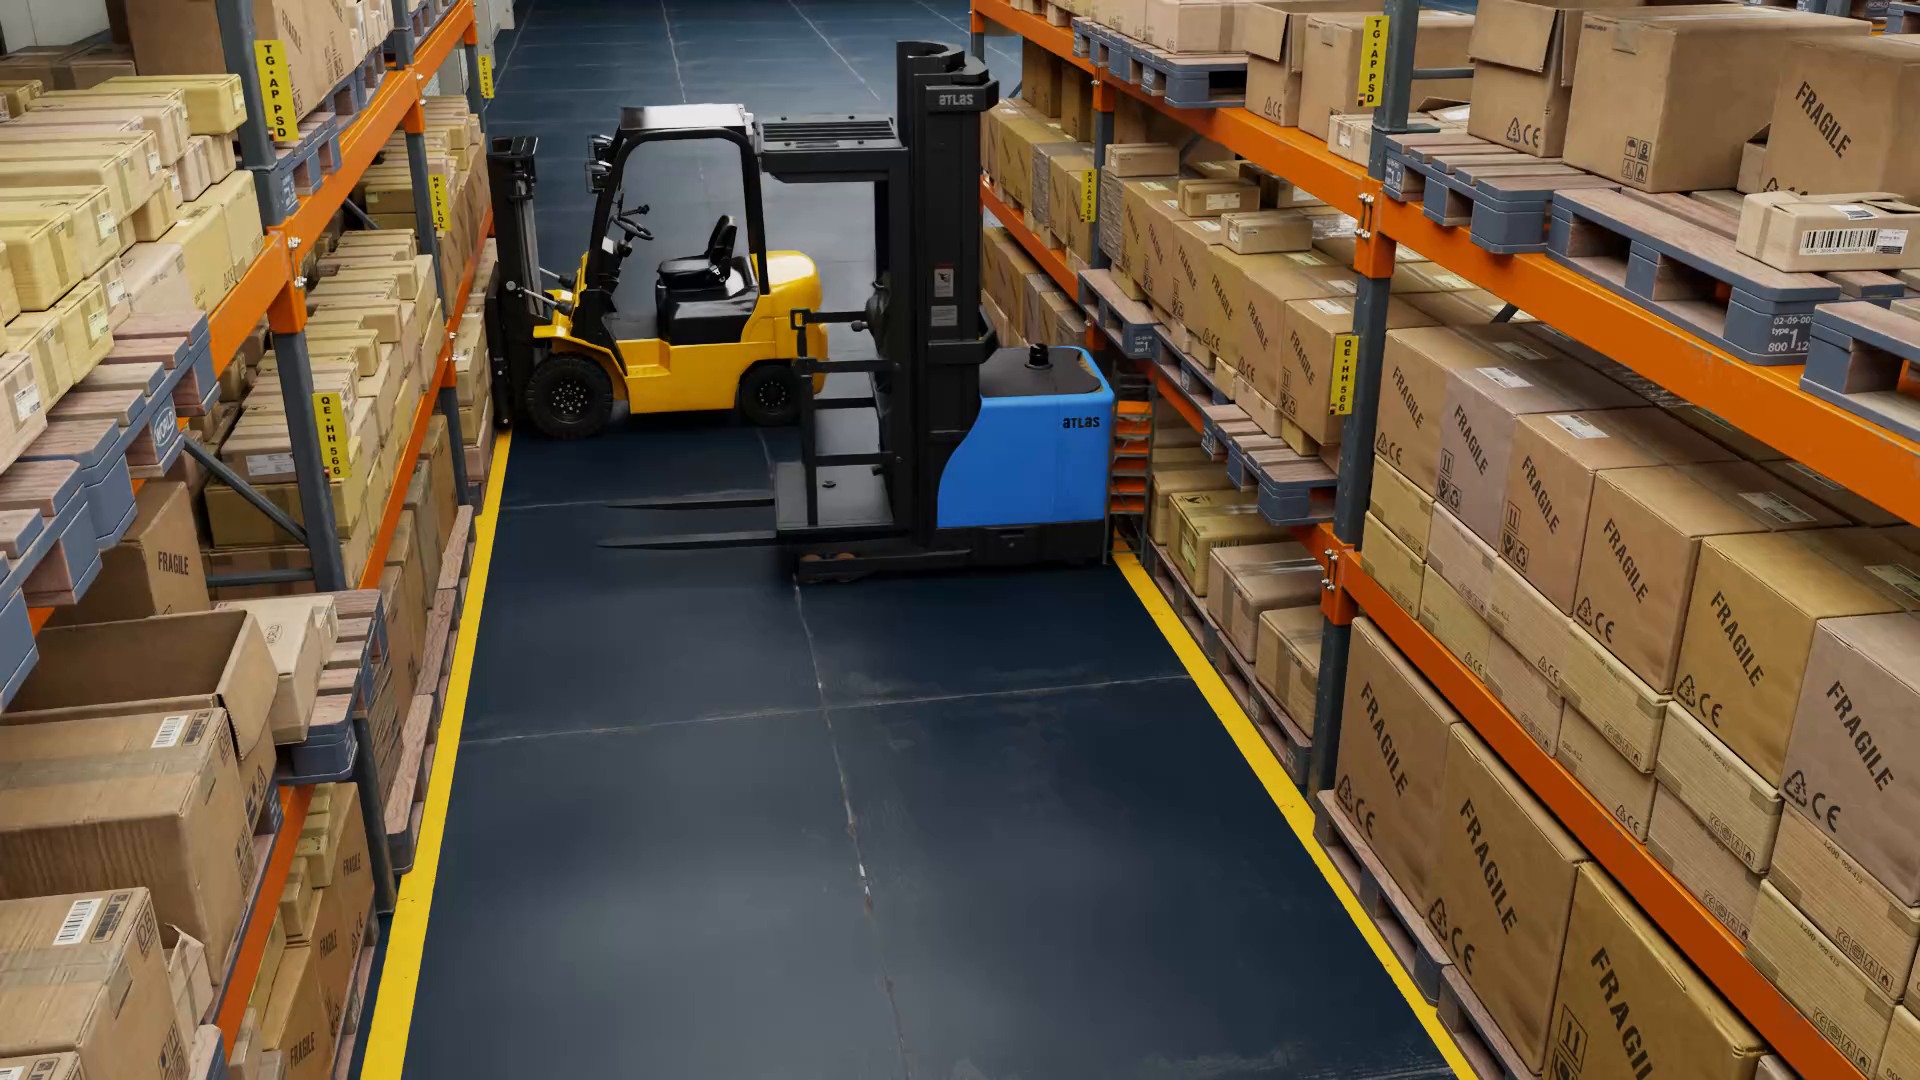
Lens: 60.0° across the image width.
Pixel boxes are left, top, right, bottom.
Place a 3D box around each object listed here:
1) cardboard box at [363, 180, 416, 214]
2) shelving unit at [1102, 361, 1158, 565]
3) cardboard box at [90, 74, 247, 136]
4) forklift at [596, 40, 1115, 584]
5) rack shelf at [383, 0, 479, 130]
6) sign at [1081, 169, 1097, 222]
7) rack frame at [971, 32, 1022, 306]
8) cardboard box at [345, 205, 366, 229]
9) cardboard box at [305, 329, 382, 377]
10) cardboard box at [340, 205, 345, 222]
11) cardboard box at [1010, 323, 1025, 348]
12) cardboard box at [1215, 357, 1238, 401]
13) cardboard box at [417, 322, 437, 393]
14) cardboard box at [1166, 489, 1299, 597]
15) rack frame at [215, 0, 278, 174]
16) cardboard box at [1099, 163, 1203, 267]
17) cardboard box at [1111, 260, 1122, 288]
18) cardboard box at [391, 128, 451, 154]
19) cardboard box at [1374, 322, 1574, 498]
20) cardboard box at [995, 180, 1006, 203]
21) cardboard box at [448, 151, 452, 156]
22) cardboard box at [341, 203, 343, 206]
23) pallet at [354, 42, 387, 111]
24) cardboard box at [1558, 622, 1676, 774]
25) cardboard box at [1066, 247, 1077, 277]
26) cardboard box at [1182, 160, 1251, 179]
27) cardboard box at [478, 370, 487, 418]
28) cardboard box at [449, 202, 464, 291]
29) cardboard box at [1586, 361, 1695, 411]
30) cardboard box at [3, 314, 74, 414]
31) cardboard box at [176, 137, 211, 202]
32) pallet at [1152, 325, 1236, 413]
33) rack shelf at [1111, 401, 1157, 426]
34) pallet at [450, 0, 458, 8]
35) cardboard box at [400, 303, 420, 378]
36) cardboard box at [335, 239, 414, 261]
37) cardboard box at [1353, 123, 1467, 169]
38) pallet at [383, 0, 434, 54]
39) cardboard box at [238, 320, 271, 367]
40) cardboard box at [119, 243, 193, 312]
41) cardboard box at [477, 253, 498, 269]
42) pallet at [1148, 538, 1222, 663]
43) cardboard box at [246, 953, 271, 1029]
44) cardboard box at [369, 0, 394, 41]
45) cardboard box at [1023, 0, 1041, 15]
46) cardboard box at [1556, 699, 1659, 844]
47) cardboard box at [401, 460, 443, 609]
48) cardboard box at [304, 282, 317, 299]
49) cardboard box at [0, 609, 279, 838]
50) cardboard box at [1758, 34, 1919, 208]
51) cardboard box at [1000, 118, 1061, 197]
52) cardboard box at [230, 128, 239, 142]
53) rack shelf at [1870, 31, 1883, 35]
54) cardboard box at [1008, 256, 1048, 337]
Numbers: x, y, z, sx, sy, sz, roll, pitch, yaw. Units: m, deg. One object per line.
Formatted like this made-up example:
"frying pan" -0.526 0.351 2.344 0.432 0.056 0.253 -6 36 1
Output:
"cardboard box" -3.312 -2.038 9.861 0.380 0.149 0.250 -4 24 -9
"shelving unit" 0.976 -0.435 9.642 0.258 1.200 0.189 1 25 -2
"cardboard box" -2.451 -1.349 5.162 0.380 0.149 0.250 -4 24 -8
"forklift" -0.642 -1.312 9.592 3.031 2.935 1.130 -3 24 -6
"rack shelf" -3.914 -3.243 11.078 1.077 0.370 4.000 -4 24 -10
"sign" 0.801 -2.134 10.306 0.100 0.325 0.005 -4 24 -10
"rack frame" 0.593 -3.353 14.180 1.000 3.000 0.127 -4 24 -10
"cardboard box" -3.982 -1.810 10.522 0.500 0.500 0.500 -4 24 -9
"cardboard box" -2.823 -0.835 7.479 0.380 0.149 0.250 -4 24 -9
"cardboard box" -3.937 -1.958 10.049 0.380 0.149 0.250 -5 24 -11
"cardboard box" 0.671 -1.533 12.923 0.500 0.250 0.500 -3 24 -6
"cardboard box" 1.466 -0.798 8.119 0.380 0.149 0.250 -4 24 -9
"cardboard box" -3.096 -0.966 8.902 0.500 0.250 0.500 -4 24 -10
"cardboard box" 1.699 -0.006 9.275 0.950 0.372 0.625 -4 24 -8
"rack frame" -2.805 -2.587 4.930 1.000 3.000 0.127 -4 24 -10
"cardboard box" 1.138 -1.949 9.943 0.500 0.500 0.500 -4 24 -8
"cardboard box" 1.124 -1.617 9.993 0.380 0.149 0.250 -4 24 -9
"cardboard box" -3.722 -2.736 11.459 0.380 0.149 0.250 -4 24 -9
"cardboard box" 1.923 -0.499 6.270 0.500 0.500 0.500 -5 24 -12
"cardboard box" 0.484 -2.777 13.176 0.380 0.149 0.250 -4 24 -9
"cardboard box" -3.726 -2.604 11.530 0.380 0.149 0.250 -4 24 -10
"cardboard box" -3.906 -2.096 9.993 0.380 0.149 0.250 -5 24 -11
"pallet" -3.369 -2.352 8.379 0.805 0.209 1.217 -5 24 -12
"cardboard box" 2.179 0.451 5.032 0.500 0.250 0.500 -4 24 -9
"cardboard box" 0.921 -1.866 11.089 0.380 0.149 0.250 -4 24 -9
"cardboard box" 1.644 -1.990 10.037 0.500 0.500 0.500 -5 24 -11
"cardboard box" -3.426 -0.984 11.041 0.500 0.250 0.500 -4 24 -10
"cardboard box" -3.483 -1.855 10.623 0.500 0.500 0.500 -4 24 -9
"cardboard box" 2.528 -0.325 5.873 0.500 0.500 0.500 -4 24 -9
"cardboard box" -1.921 -0.311 3.130 0.380 0.149 0.250 -5 24 -10
"cardboard box" -2.474 -1.101 4.966 0.380 0.149 0.250 -5 24 -11
"pallet" 1.666 -0.894 8.790 1.003 0.211 1.213 -4 24 -10
"rack shelf" 0.985 -0.721 9.509 0.258 0.103 0.180 1 25 -2
"pallet" -4.179 -4.039 12.112 1.003 0.211 1.213 -4 24 -10
"cardboard box" -3.012 -0.994 8.341 0.500 0.250 0.500 -4 24 -9
"cardboard box" -3.198 -1.536 9.084 0.380 0.149 0.250 -5 24 -11
"cardboard box" 1.808 -1.574 6.673 0.380 0.149 0.250 -4 24 -10
"pallet" -3.728 -3.079 9.914 1.003 0.211 1.213 -4 24 -10
"cardboard box" -3.367 -0.896 7.619 0.380 0.149 0.250 -4 24 -8
"cardboard box" -2.285 -0.565 4.236 0.500 0.250 0.500 -4 24 -10
"cardboard box" -3.792 -2.017 12.781 0.500 0.250 0.500 -4 24 -9
"pallet" 1.707 0.285 9.334 1.003 0.211 1.213 -4 24 -10
"cardboard box" -2.328 1.411 5.060 0.380 0.149 0.250 -5 24 -11
"cardboard box" -3.171 -2.717 8.436 0.500 0.311 0.500 -5 24 -11
"cardboard box" 0.667 -3.850 11.883 0.380 0.149 0.250 -5 24 -11
"cardboard box" 2.214 0.675 5.145 0.500 0.250 0.500 -4 24 -10
"cardboard box" -3.301 -0.005 8.956 0.875 0.625 0.625 -5 24 -10
"cardboard box" -3.620 -1.155 8.708 0.500 0.250 0.500 -5 24 -10
"cardboard box" -2.321 0.551 4.587 0.797 0.503 0.637 -5 24 -11
"cardboard box" 2.683 -1.148 4.733 0.500 0.500 0.500 -4 24 -9
"cardboard box" 0.603 -2.925 12.702 0.500 0.500 0.500 -5 24 -11
"cardboard box" -2.571 -1.503 5.839 0.380 0.166 0.250 -4 24 -10
"rack shelf" 6.549 -2.444 9.250 1.077 0.370 4.000 -4 24 -10
"cardboard box" 0.661 -1.879 12.779 0.500 0.500 0.500 -4 24 -9
